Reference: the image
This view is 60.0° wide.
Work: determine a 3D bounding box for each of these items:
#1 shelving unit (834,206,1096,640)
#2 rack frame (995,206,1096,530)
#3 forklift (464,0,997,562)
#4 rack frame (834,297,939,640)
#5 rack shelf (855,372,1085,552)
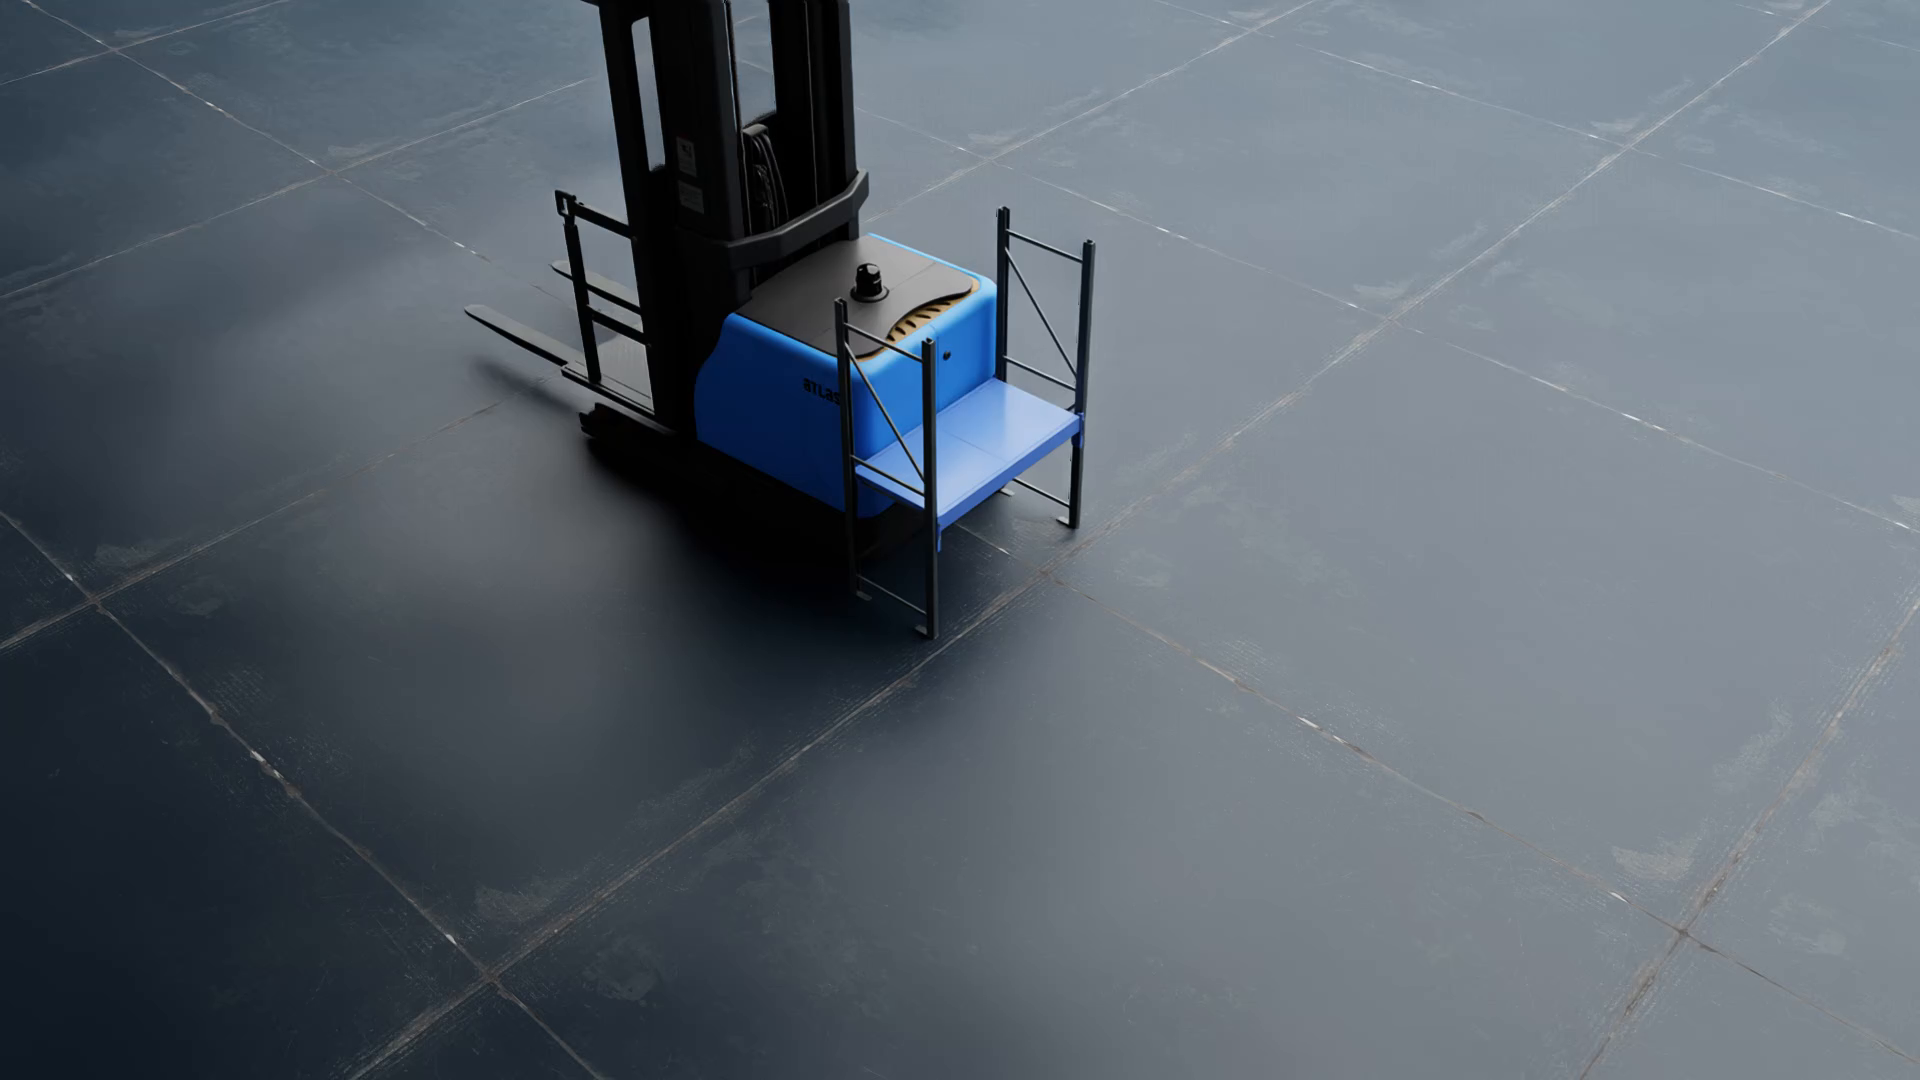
[{"bbox_3d":[0.034,-0.501,7.175,0.538,1.500,1.048,28,46,30],"label":"shelving unit"},{"bbox_3d":[0.363,-0.743,7.479,0.500,1.500,0.032,28,46,30],"label":"rack frame"},{"bbox_3d":[-1.279,-1.802,7.661,3.031,2.935,1.130,26,45,29],"label":"forklift"},{"bbox_3d":[-0.294,-0.260,6.872,0.500,1.500,0.032,28,46,30],"label":"rack frame"},{"bbox_3d":[0.034,-0.361,7.287,0.538,0.185,1.000,28,46,30],"label":"rack shelf"}]
